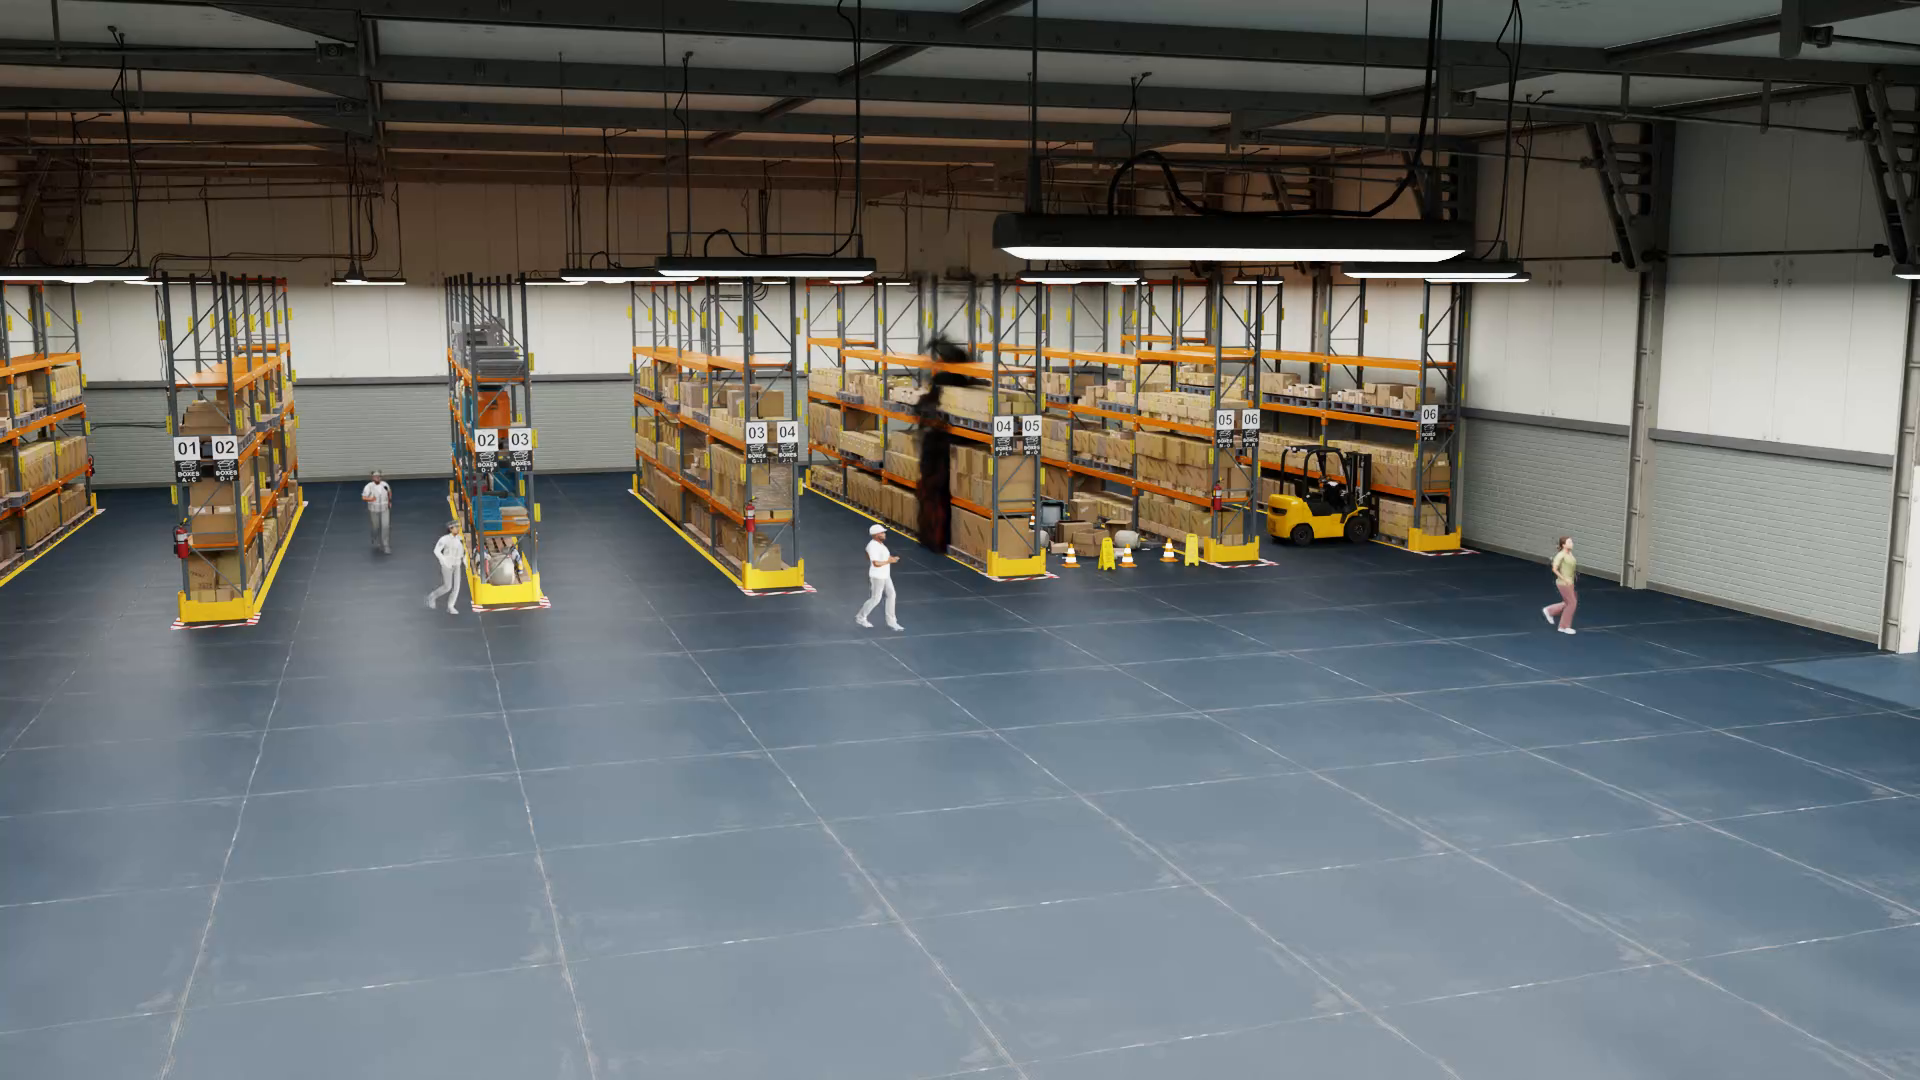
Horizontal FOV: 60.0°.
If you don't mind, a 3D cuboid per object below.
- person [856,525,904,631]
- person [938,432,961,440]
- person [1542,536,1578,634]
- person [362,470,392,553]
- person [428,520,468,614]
[{"bbox_3d":[-1.357,0.639,27.902,0.802,1.809,0.684,2,9,10],"label":"person"},{"bbox_3d":[-0.252,-2.888,51.145,0.959,1.787,0.648,-2,9,-13],"label":"person"},{"bbox_3d":[10.083,0.737,27.879,0.580,1.636,0.577,7,11,37],"label":"person"},{"bbox_3d":[-12.711,-0.650,36.357,0.659,1.791,0.966,-5,10,-29],"label":"person"},{"bbox_3d":[-9.068,0.452,29.656,0.638,1.643,0.676,6,10,33],"label":"person"}]
